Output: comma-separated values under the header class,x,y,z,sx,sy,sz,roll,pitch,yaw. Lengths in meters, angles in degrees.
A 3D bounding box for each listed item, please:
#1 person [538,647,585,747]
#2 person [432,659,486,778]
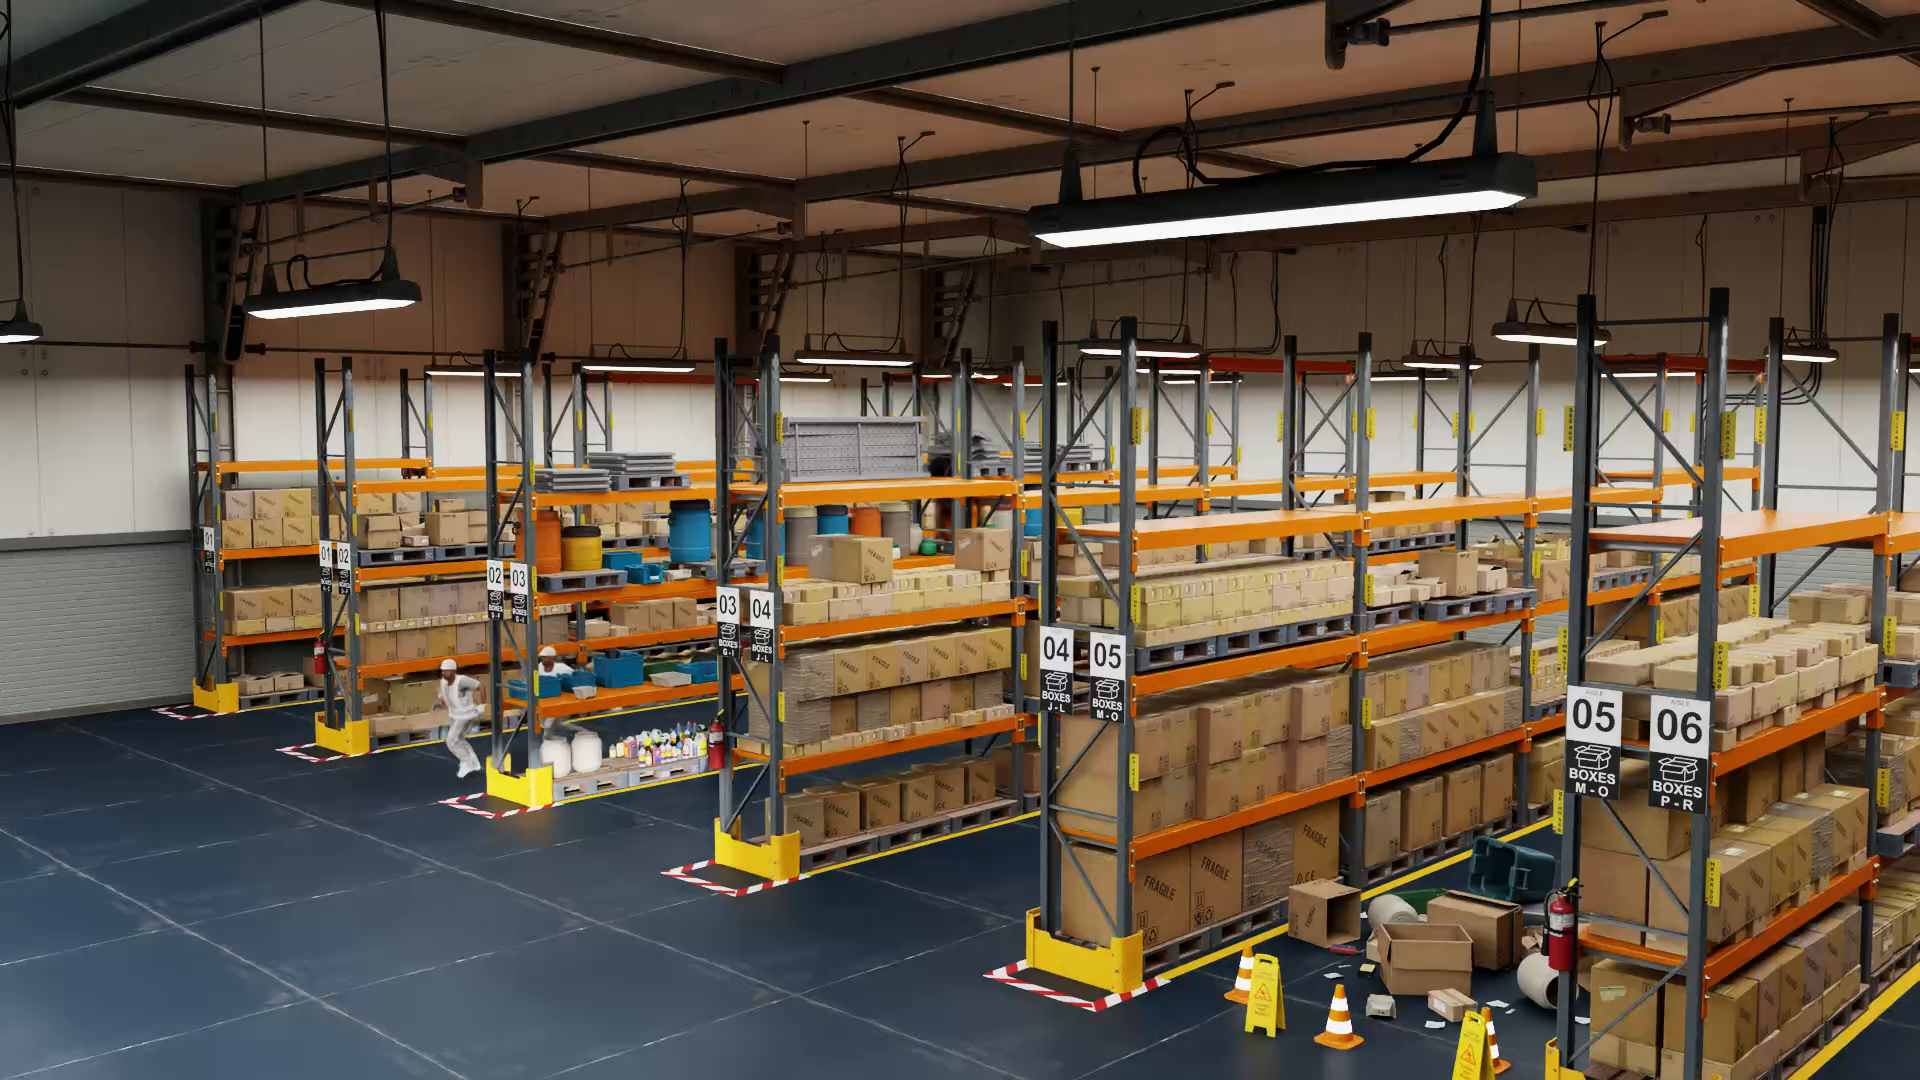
class,x,y,z,sx,sy,sz,roll,pitch,yaw
person,-5.952,2.422,24.616,0.700,1.753,1.097,3,5,33
person,-7.033,2.529,23.428,0.736,1.743,0.789,3,6,38
